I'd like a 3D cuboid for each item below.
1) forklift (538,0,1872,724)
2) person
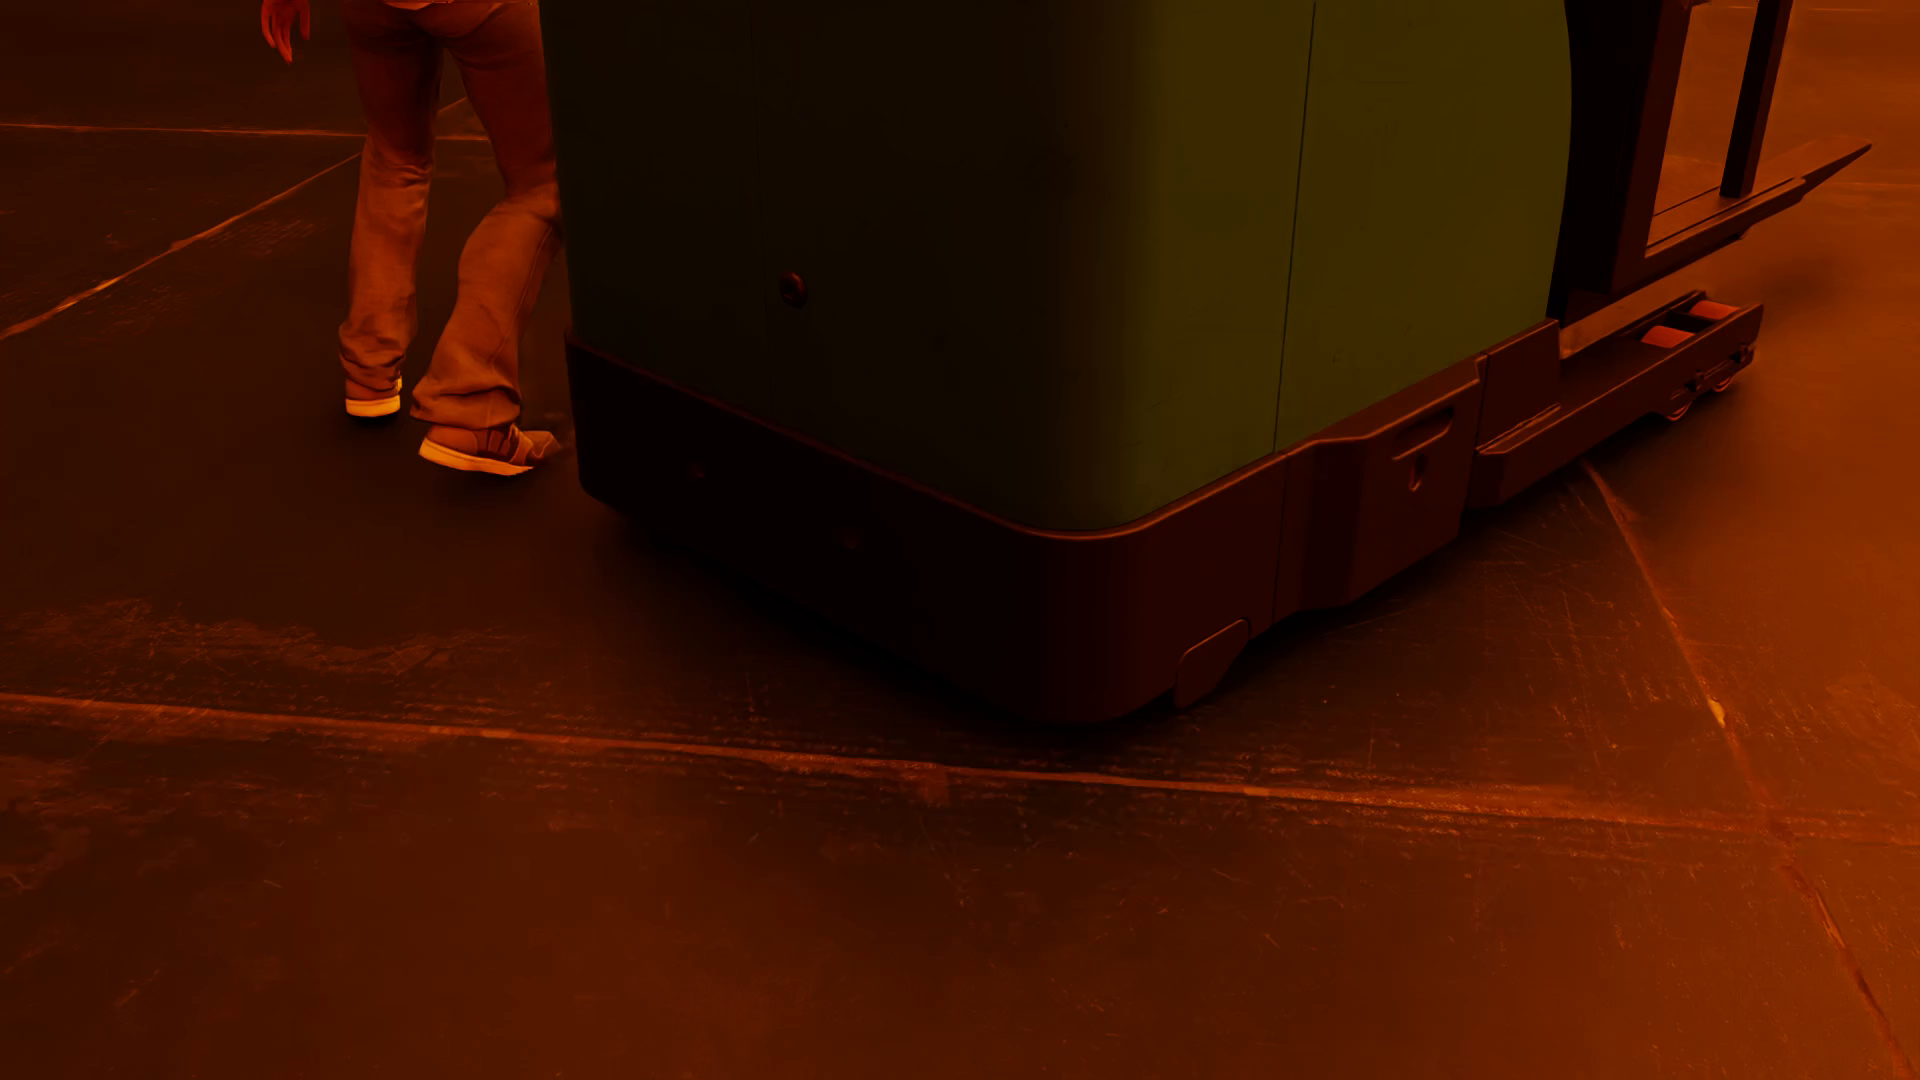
[{"bbox_3d":[0.815,-1.661,2.547,1.130,2.935,3.031,24,35,39],"label":"forklift"},{"bbox_3d":[-0.834,-0.853,2.530,0.745,1.551,0.445,13,29,25],"label":"person"}]
